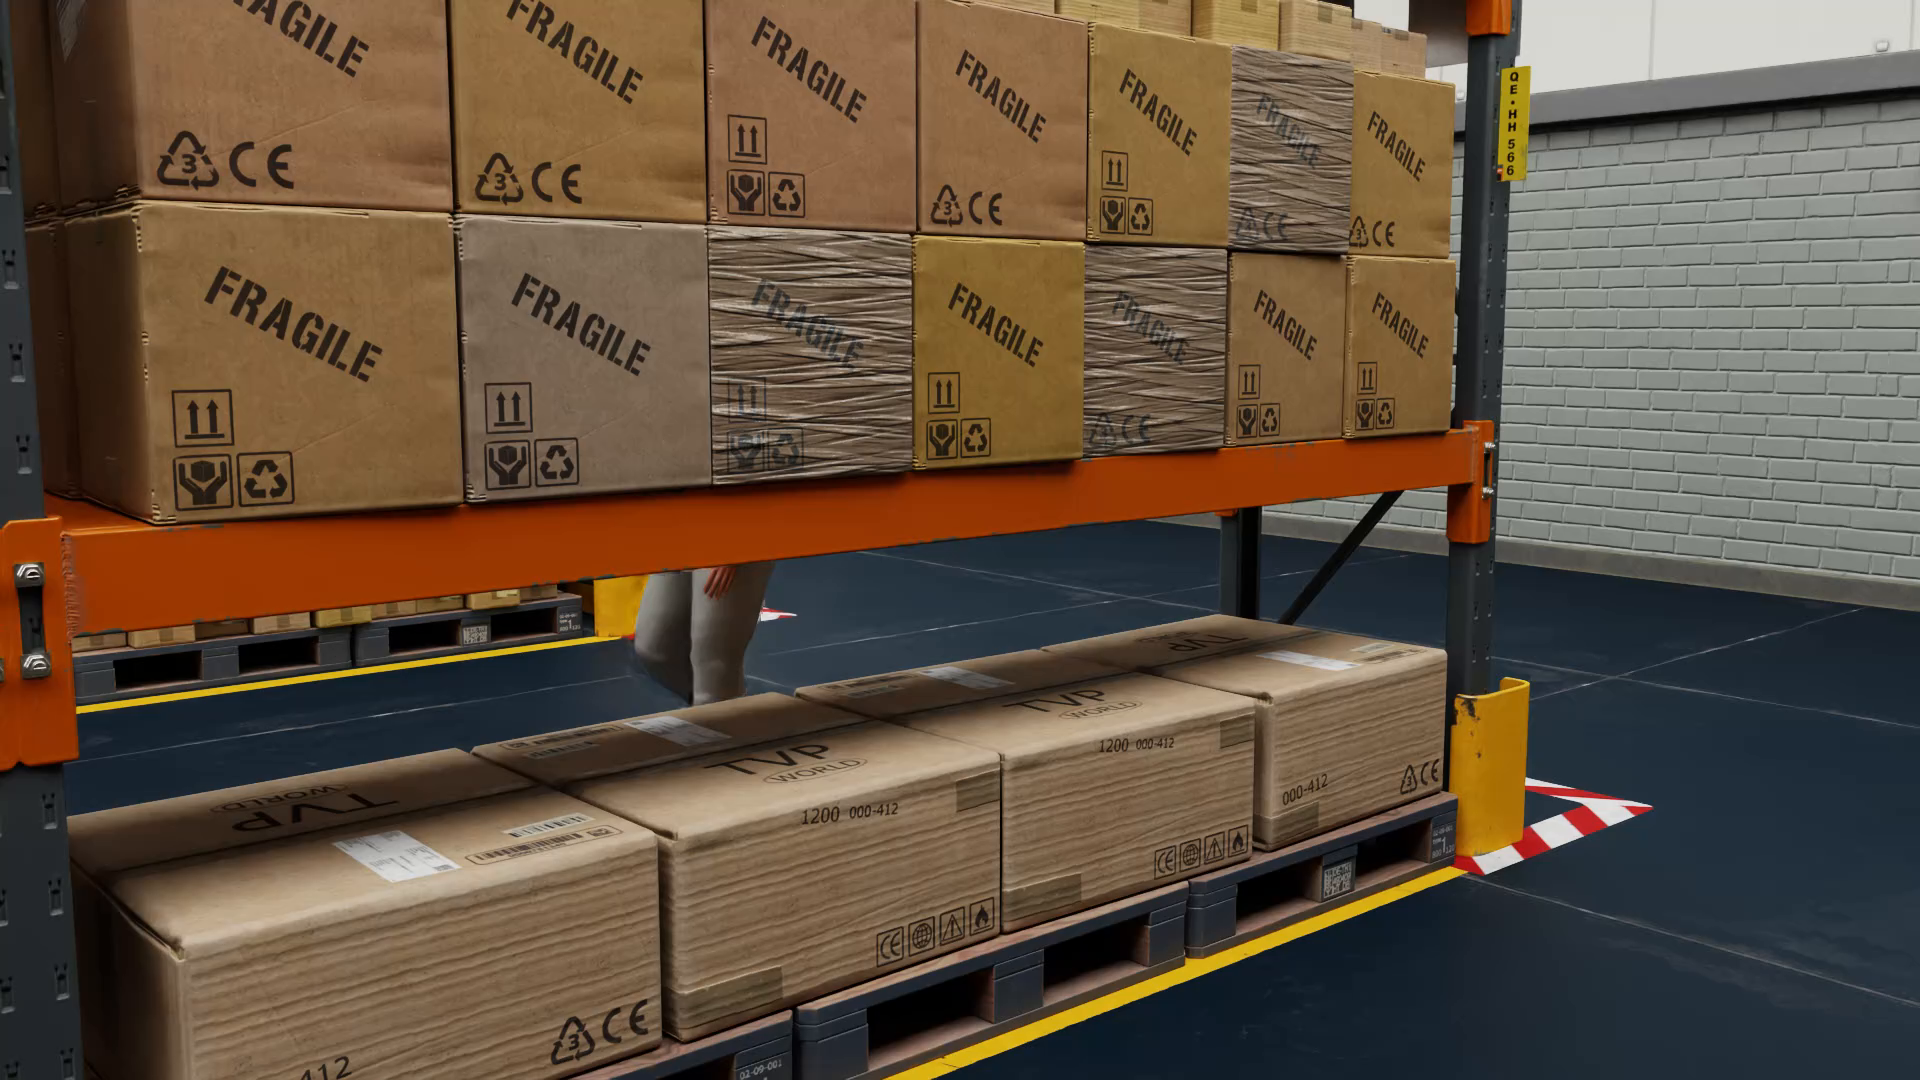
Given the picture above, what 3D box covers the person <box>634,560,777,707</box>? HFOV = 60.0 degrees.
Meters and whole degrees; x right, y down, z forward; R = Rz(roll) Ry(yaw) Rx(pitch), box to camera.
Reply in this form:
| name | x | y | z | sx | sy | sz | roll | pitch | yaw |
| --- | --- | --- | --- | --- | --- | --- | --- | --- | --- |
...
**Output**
| name | x | y | z | sx | sy | sz | roll | pitch | yaw |
| --- | --- | --- | --- | --- | --- | --- | --- | --- | --- |
| person | -0.841 | 0.014 | 5.513 | 0.624 | 1.764 | 0.560 | -6 | 10 | -41 |
